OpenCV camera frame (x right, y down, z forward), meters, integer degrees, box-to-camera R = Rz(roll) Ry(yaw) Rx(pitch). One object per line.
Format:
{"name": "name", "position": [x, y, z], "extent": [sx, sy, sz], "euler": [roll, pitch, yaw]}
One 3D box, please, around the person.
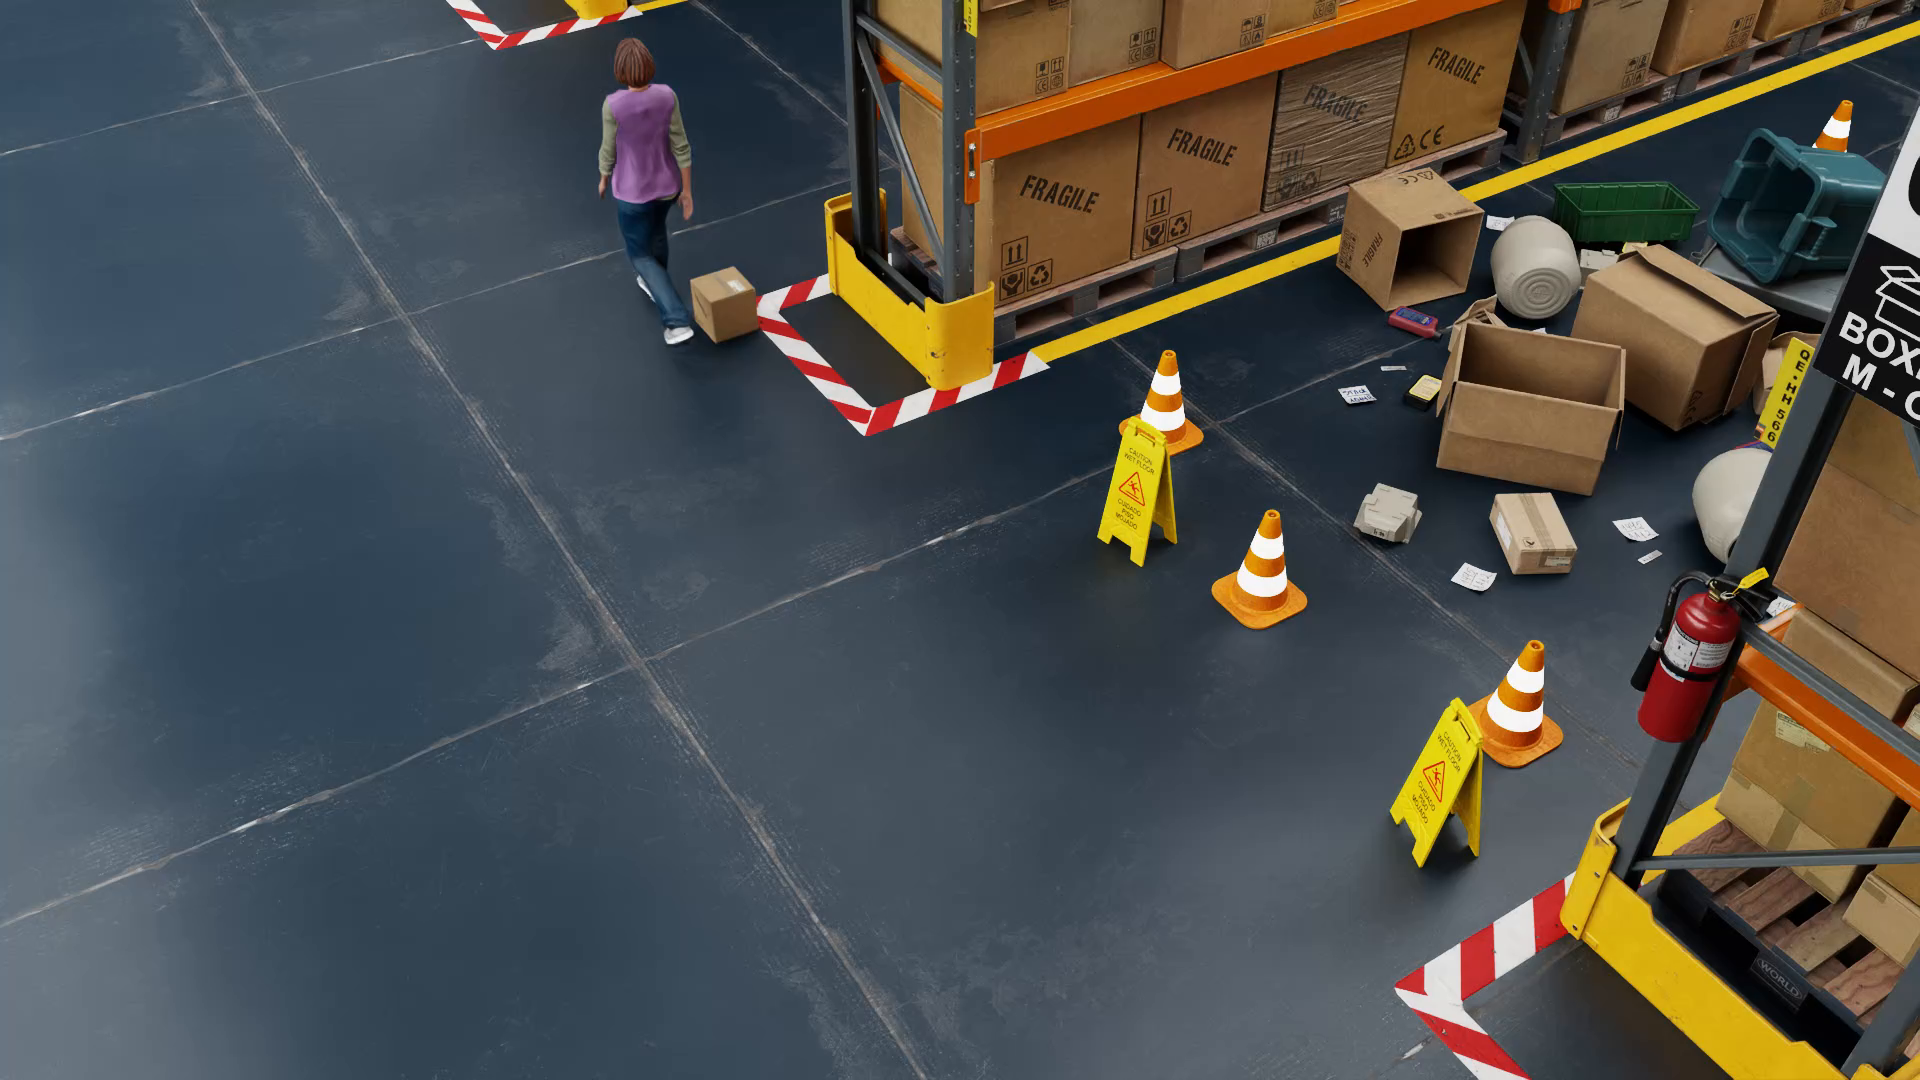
{"name": "person", "position": [-1.518, -1.711, 8.100], "extent": [0.413, 1.548, 0.881], "euler": [-23, 46, -24]}
